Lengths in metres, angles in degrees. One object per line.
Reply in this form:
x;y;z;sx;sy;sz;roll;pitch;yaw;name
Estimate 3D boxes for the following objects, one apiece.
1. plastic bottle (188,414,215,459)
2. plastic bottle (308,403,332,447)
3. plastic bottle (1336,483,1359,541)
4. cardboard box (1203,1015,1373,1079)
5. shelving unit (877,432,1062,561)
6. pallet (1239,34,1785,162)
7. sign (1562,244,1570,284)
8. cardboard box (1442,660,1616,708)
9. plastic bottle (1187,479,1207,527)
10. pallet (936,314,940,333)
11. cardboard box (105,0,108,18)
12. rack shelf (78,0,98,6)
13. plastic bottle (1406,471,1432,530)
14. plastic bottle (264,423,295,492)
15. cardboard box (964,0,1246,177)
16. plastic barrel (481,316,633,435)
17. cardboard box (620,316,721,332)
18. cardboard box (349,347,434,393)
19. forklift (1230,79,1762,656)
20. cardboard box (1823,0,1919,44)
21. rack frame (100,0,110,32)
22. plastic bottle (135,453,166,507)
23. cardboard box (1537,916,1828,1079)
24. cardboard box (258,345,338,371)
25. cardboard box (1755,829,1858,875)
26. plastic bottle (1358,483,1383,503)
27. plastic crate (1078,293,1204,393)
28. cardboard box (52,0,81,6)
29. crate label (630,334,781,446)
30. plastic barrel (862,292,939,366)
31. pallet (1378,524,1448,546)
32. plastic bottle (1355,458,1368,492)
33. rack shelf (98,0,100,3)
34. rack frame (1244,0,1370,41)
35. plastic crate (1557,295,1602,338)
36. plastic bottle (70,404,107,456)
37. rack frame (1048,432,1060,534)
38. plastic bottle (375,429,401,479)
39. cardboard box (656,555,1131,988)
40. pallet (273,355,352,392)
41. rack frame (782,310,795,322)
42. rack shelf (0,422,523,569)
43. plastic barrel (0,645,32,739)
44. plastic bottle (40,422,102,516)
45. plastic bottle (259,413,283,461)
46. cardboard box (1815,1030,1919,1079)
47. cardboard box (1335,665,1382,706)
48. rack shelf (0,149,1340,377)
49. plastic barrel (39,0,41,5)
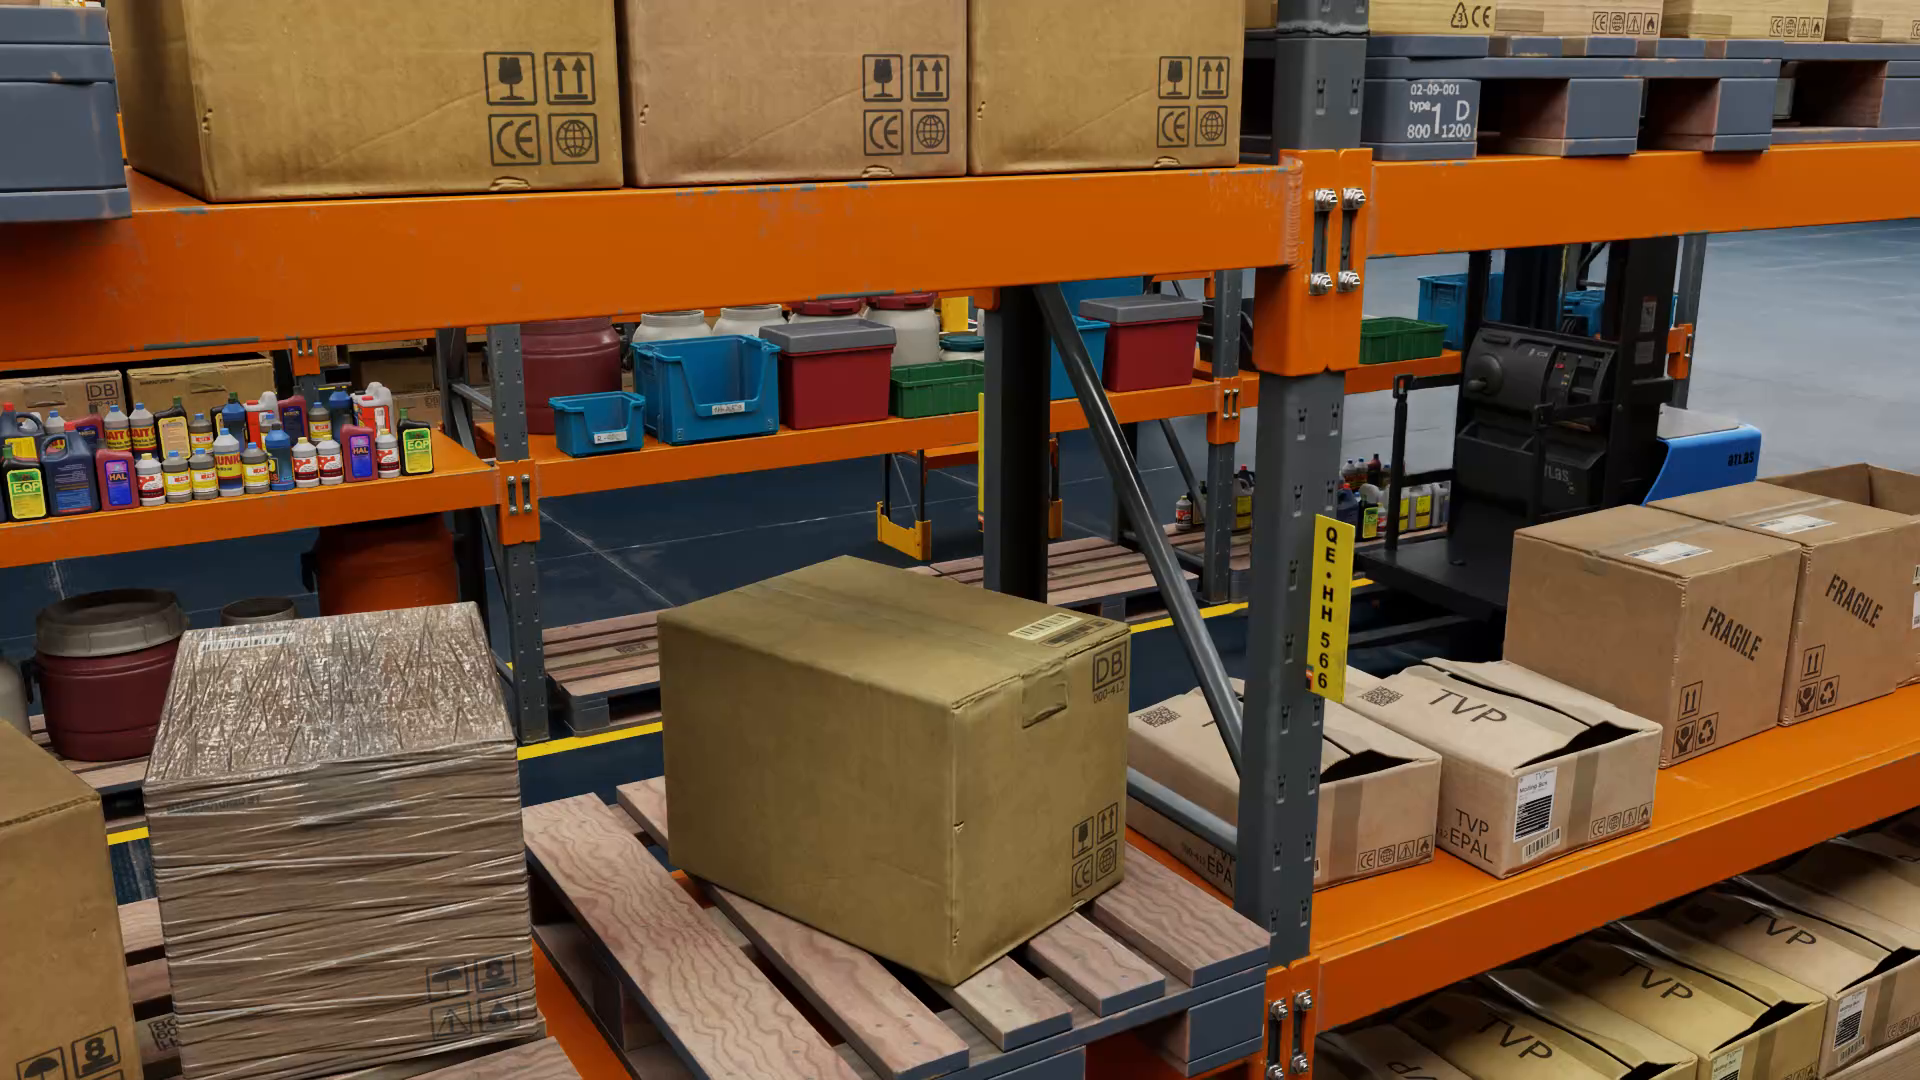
-3.350;-0.456;7.348;0.097;0.201;0.097;0;16;0;plastic bottle
-2.923;-0.525;7.595;0.097;0.201;0.097;0;16;0;plastic bottle
2.308;-0.165;10.032;0.185;0.351;0.144;-10;19;-32;plastic bottle
0.681;1.239;4.211;0.500;0.311;0.500;-9;18;-28;cardboard box
0.065;-0.733;10.745;1.083;1.500;0.587;-9;18;-30;shelving unit
0.895;-0.952;3.540;1.003;0.211;1.213;-8;18;-27;pallet
4.389;-2.003;11.985;0.005;0.325;0.100;-9;18;-30;sign
1.423;0.447;4.222;0.250;0.149;0.380;-8;17;-26;cardboard box
1.483;-0.233;10.401;0.133;0.283;0.061;-8;18;-27;plastic bottle
-0.995;-2.577;19.714;1.213;0.211;1.003;-9;18;-30;pallet
-5.225;-3.371;10.850;0.637;0.503;0.797;-8;18;-26;cardboard box
-10.688;-7.844;24.295;4.000;0.370;1.077;-9;18;-30;rack shelf
2.831;-0.250;10.335;0.185;0.351;0.144;-8;18;-27;plastic bottle
-2.789;-0.342;6.811;0.097;0.271;0.097;0;16;0;plastic bottle
0.003;-0.907;2.846;0.500;0.500;0.910;-9;18;-30;cardboard box
-1.947;-0.830;8.061;0.708;0.536;0.600;-9;18;-30;plastic barrel
-3.203;-2.744;18.299;0.875;0.875;0.875;-9;18;-29;cardboard box
-4.181;-1.245;12.221;0.500;0.250;0.500;-8;18;-27;cardboard box
2.901;-0.927;8.786;3.031;2.935;1.130;-8;18;-27;forklift
2.117;-1.362;4.154;0.500;0.250;0.500;-11;19;-34;cardboard box
-9.843;-6.957;19.057;0.127;3.000;1.000;-9;18;-30;rack frame
-3.206;-0.241;6.579;0.097;0.201;0.097;0;16;0;plastic bottle
1.844;1.218;4.283;0.500;0.311;0.500;-10;18;-31;cardboard box
-6.639;-2.120;16.306;0.750;0.750;1.050;-9;18;-30;cardboard box
2.431;0.953;5.230;0.500;0.311;0.500;-10;18;-32;cardboard box
2.574;-0.218;10.363;0.135;0.276;0.152;-9;18;-30;plastic bottle
0.983;-1.078;9.081;0.583;0.464;0.402;-9;18;-30;plastic crate
-7.852;-4.607;14.628;0.258;0.266;0.396;-9;18;-30;cardboard box
-1.198;-0.722;7.864;0.616;0.435;0.502;-9;18;-30;crate label
-0.322;-1.067;8.907;0.433;0.535;0.433;0;16;0;plastic barrel
2.884;-0.097;10.867;1.213;0.211;1.003;-9;18;-30;pallet
2.661;-0.412;11.063;0.097;0.271;0.097;0;16;0;plastic bottle
-11.557;-6.140;18.216;4.000;0.370;1.077;-9;18;-30;rack shelf
0.359;-2.372;2.699;0.127;3.000;1.000;-9;18;-30;rack frame
3.834;-1.442;10.774;0.408;0.251;0.499;-9;18;-30;plastic crate
-3.740;-0.438;7.132;0.133;0.283;0.061;-9;18;-30;plastic bottle
0.509;-0.805;11.002;0.032;1.500;0.500;-9;18;-30;rack frame
-2.424;-0.367;7.031;0.097;0.201;0.097;0;16;0;plastic bottle
-0.123;0.380;3.033;0.700;0.500;0.500;13;20;38;cardboard box
-6.493;-1.687;16.536;1.213;0.211;1.003;-9;18;-30;pallet
-1.311;-2.332;13.671;0.127;3.000;1.000;-9;18;-30;rack frame
-3.903;-0.005;6.704;4.000;0.370;1.077;-9;18;-30;rack shelf
-4.005;0.694;6.708;0.421;0.512;0.421;0;16;0;plastic barrel
-3.453;-0.280;6.442;0.185;0.351;0.144;-9;18;-30;plastic bottle
-3.042;-0.458;7.355;0.097;0.201;0.097;0;16;0;plastic bottle
2.272;1.419;4.607;0.500;0.250;0.500;-9;18;-29;cardboard box
0.988;0.449;4.217;0.250;0.149;0.380;-9;18;-30;cardboard box
-1.355;-0.303;2.209;4.000;0.370;1.077;-9;18;-30;rack shelf
-3.631;-2.060;6.116;0.433;0.535;0.433;0;16;0;plastic barrel
